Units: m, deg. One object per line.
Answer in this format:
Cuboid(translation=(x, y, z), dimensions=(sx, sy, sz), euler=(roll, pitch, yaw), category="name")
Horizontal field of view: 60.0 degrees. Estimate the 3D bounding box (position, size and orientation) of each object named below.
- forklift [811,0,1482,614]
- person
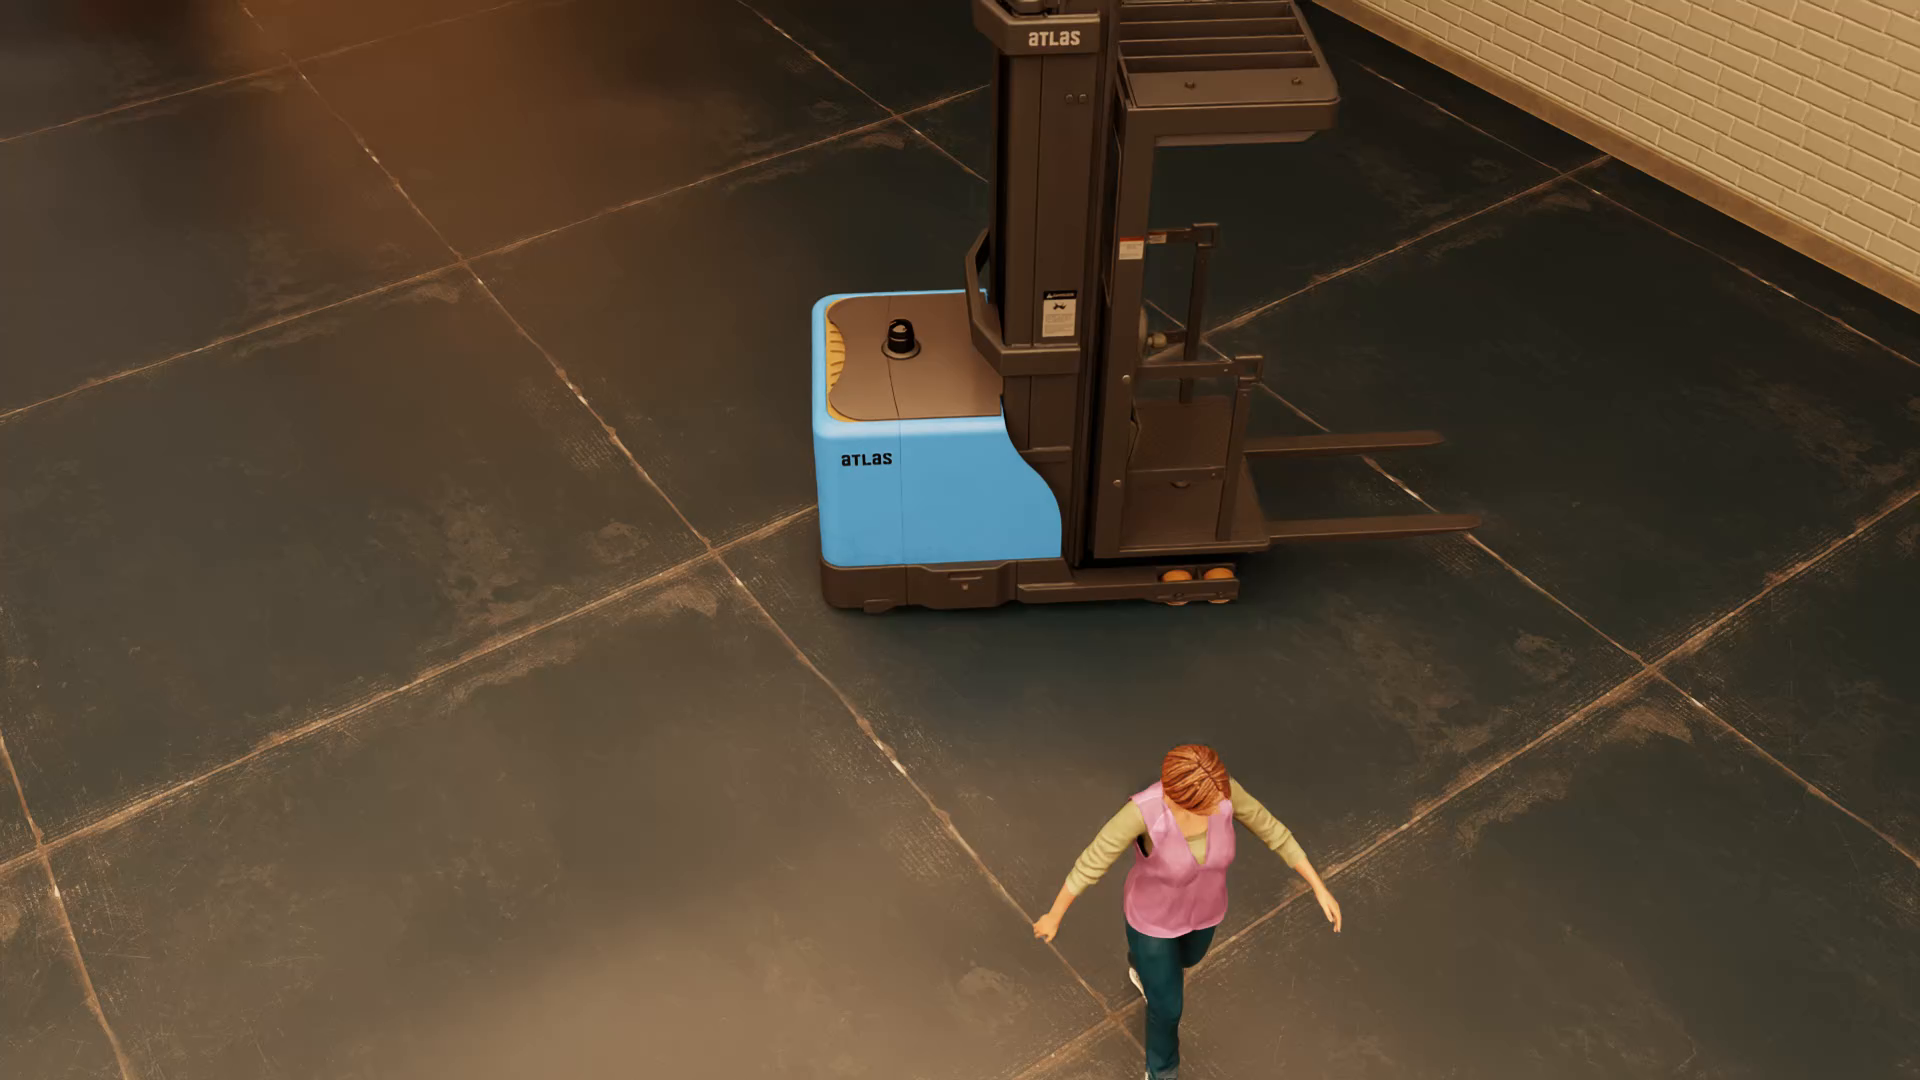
Cuboid(translation=(0.862, -1.139, 6.951), dimensions=(3.031, 2.935, 1.130), euler=(-3, 43, -3), category="forklift")
Cuboid(translation=(0.688, 1.247, 5.389), dimensions=(0.834, 1.575, 0.681), euler=(-17, 45, -18), category="person")
